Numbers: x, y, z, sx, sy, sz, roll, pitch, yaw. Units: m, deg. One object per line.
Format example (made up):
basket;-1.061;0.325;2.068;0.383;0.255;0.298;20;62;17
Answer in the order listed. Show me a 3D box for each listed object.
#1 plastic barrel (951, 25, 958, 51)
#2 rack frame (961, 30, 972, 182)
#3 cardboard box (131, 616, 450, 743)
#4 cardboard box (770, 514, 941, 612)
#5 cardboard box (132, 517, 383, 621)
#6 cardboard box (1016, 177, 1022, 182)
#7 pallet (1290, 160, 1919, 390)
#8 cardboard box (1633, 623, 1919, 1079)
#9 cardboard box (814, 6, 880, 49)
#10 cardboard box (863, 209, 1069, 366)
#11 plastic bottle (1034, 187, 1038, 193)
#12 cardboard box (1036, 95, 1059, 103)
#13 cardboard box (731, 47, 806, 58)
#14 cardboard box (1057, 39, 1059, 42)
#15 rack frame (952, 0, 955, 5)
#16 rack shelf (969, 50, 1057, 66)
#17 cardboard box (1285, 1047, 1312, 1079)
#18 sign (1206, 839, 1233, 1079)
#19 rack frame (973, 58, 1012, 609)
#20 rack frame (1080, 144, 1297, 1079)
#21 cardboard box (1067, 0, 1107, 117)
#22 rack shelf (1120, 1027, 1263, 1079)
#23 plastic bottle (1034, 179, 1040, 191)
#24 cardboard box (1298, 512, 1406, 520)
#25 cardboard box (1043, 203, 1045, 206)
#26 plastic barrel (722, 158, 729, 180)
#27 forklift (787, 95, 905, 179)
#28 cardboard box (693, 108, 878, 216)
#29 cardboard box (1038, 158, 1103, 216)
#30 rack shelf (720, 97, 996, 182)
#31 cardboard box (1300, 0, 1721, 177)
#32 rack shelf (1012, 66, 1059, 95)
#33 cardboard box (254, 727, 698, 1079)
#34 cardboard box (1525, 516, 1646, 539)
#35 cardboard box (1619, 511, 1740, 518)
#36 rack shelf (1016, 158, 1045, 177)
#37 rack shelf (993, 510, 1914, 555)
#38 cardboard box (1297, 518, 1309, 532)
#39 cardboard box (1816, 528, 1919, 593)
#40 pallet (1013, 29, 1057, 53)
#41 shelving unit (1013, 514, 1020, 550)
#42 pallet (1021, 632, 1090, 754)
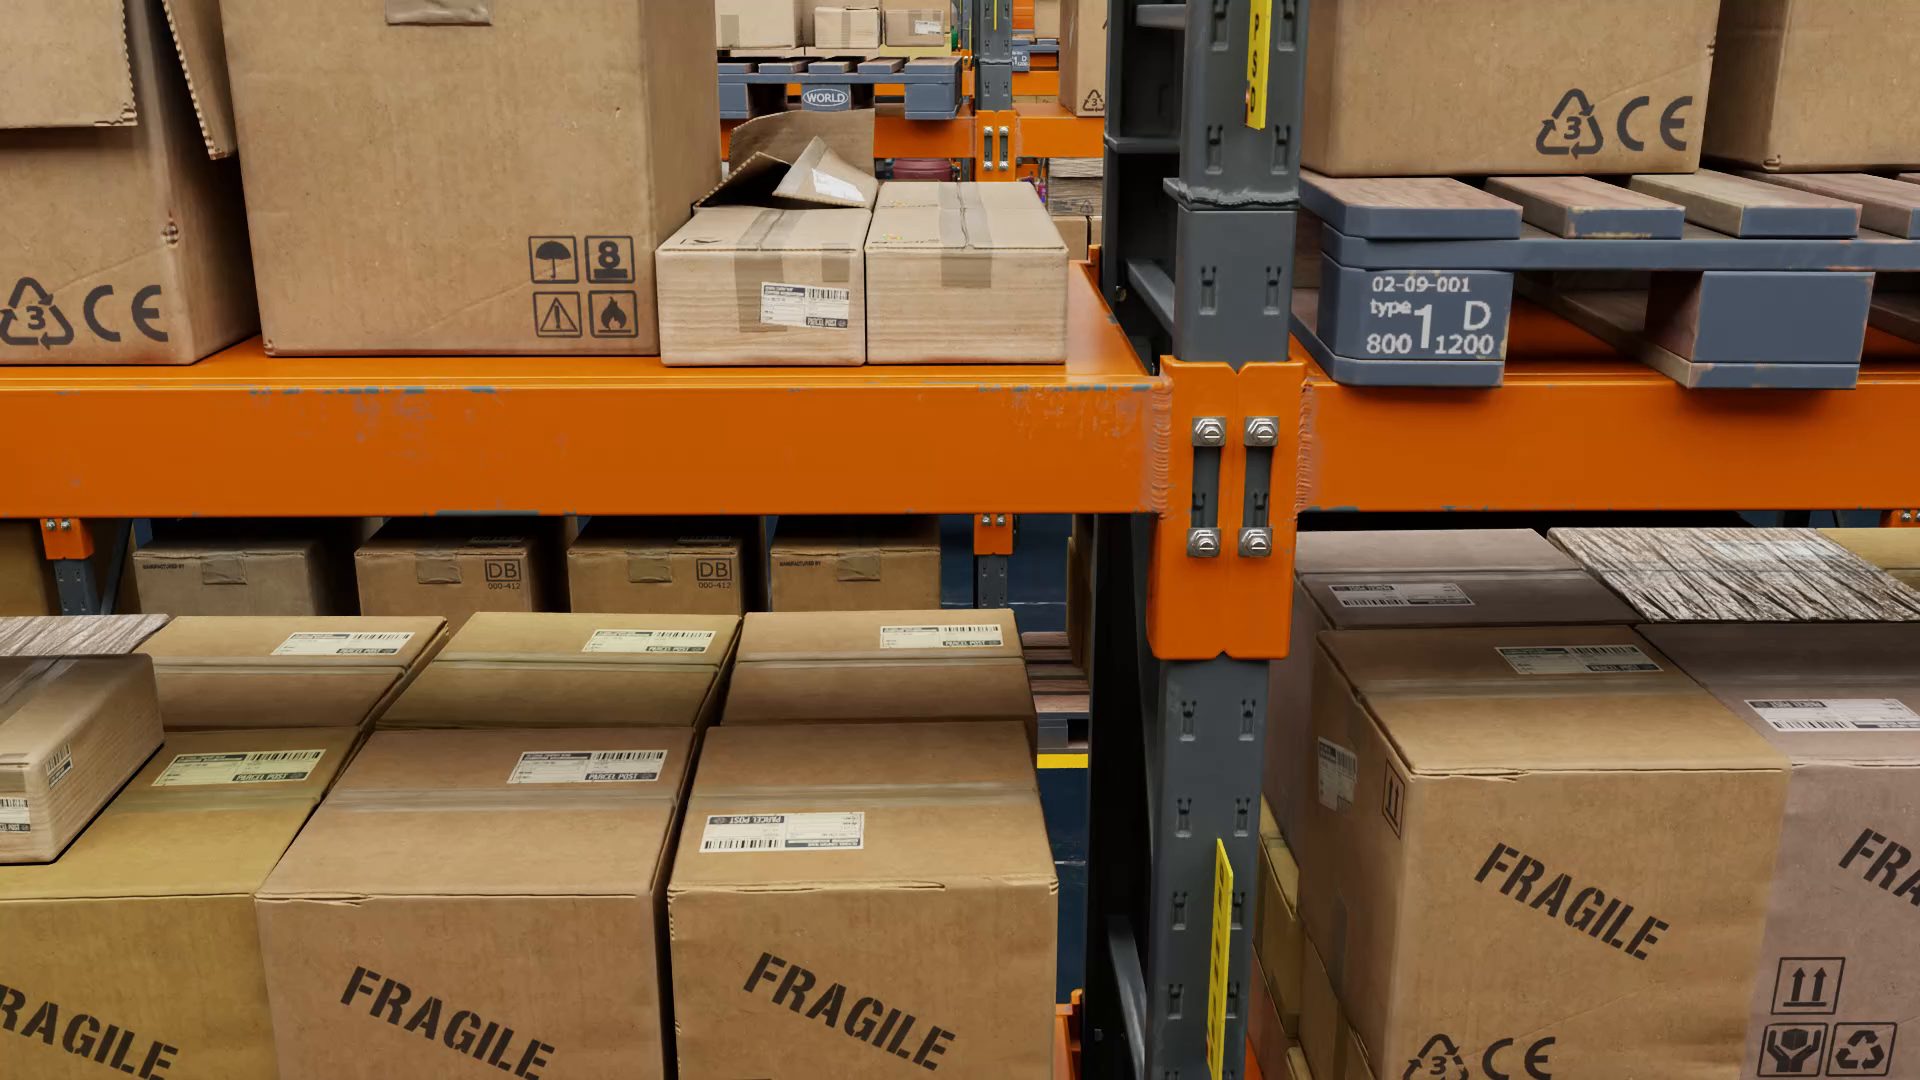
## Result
plastic barrel;-0.165;-4.976;16.494;0.294;0.245;0.294;0;18;0
rack frame;0.081;-3.639;16.981;0.127;3.000;1.000;0;18;-1
cardboard box;-1.189;0.452;2.890;0.500;0.500;0.500;0;18;0
cardboard box;-0.473;0.236;7.897;0.750;0.750;1.050;-1;18;-2
cardboard box;-3.243;0.249;7.855;0.750;0.750;1.050;0;18;-1
cardboard box;0.662;-5.805;26.563;0.750;0.750;0.750;-1;18;-2
pallet;0.959;-0.457;2.461;1.003;0.211;1.213;1;18;2
cardboard box;1.309;0.444;2.453;0.500;0.500;0.500;0;18;-1
cardboard box;-0.458;-2.105;6.821;0.250;0.166;0.380;0;18;-1
cardboard box;0.004;-0.343;2.205;0.250;0.149;0.380;0;18;-1
plastic bottle;0.733;-3.440;16.687;0.097;0.201;0.097;0;18;0
cardboard box;1.435;-6.789;26.118;0.500;0.500;0.500;0;18;-1
cardboard box;-1.310;-3.398;11.564;0.500;0.250;0.500;0;18;1
cardboard box;1.473;-6.645;21.277;0.500;0.500;0.910;0;18;-1
rack frame;-0.075;-9.521;25.497;0.127;3.000;1.000;0;18;-1
rack shelf;2.081;-4.734;16.662;4.000;0.370;1.077;0;18;-1
cardboard box;0.809;1.046;2.620;0.500;0.250;0.500;-1;18;-2
sign;0.334;0.553;2.148;0.005;0.325;0.100;0;18;-1
rack frame;0.137;-0.611;7.541;0.127;3.000;1.000;0;18;-1
rack frame;0.316;0.901;2.830;0.127;3.000;1.000;0;18;-1
cardboard box;0.712;-2.008;6.823;0.500;0.500;0.500;0;18;-1
rack shelf;2.316;1.233;2.970;4.000;0.370;1.077;0;18;-1
plastic bottle;0.826;-3.673;17.411;0.097;0.201;0.097;0;18;0
cardboard box;1.830;-0.064;8.015;0.500;0.250;0.500;0;18;0
cardboard box;0.649;-2.252;12.493;0.500;0.500;0.500;0;18;1
plastic barrel;-2.224;-3.626;16.716;0.433;0.535;0.433;0;18;0
forklift;-0.745;-2.982;15.044;3.031;2.935;1.130;-10;20;-29
cardboard box;-0.257;-0.513;2.545;0.258;0.266;0.396;0;18;-1
cardboard box;0.891;-2.650;12.092;0.637;0.503;0.797;0;18;1
rack shelf;-1.863;-1.687;7.163;4.000;0.370;1.077;0;18;-1
cardboard box;0.691;-0.825;2.441;0.637;0.503;0.797;-1;18;-4
rack shelf;2.159;-3.222;11.947;4.000;0.370;1.077;0;18;-1
cardboard box;-0.651;0.604;2.415;0.500;0.500;0.500;-1;18;-2
cardboard box;2.881;0.082;7.557;0.500;0.250;0.500;1;18;2
cardboard box;3.393;-0.074;8.045;0.500;0.250;0.500;-1;18;-3
rack shelf;2.007;-4.819;21.837;4.000;0.370;1.077;0;18;-1
rack shelf;2.137;-0.278;7.681;4.000;0.370;1.077;0;18;-1
cardboard box;1.337;0.091;7.532;0.500;0.250;0.500;0;18;-2
cardboard box;1.838;0.289;2.935;0.500;0.500;0.500;0;18;-1
pallet;0.848;-4.951;16.470;1.213;0.211;1.003;0;18;-1
shelving unit;-0.007;-0.714;10.318;0.755;1.500;0.431;0;18;-1
pallet;0.918;0.714;7.977;1.213;0.211;1.003;0;18;-1
